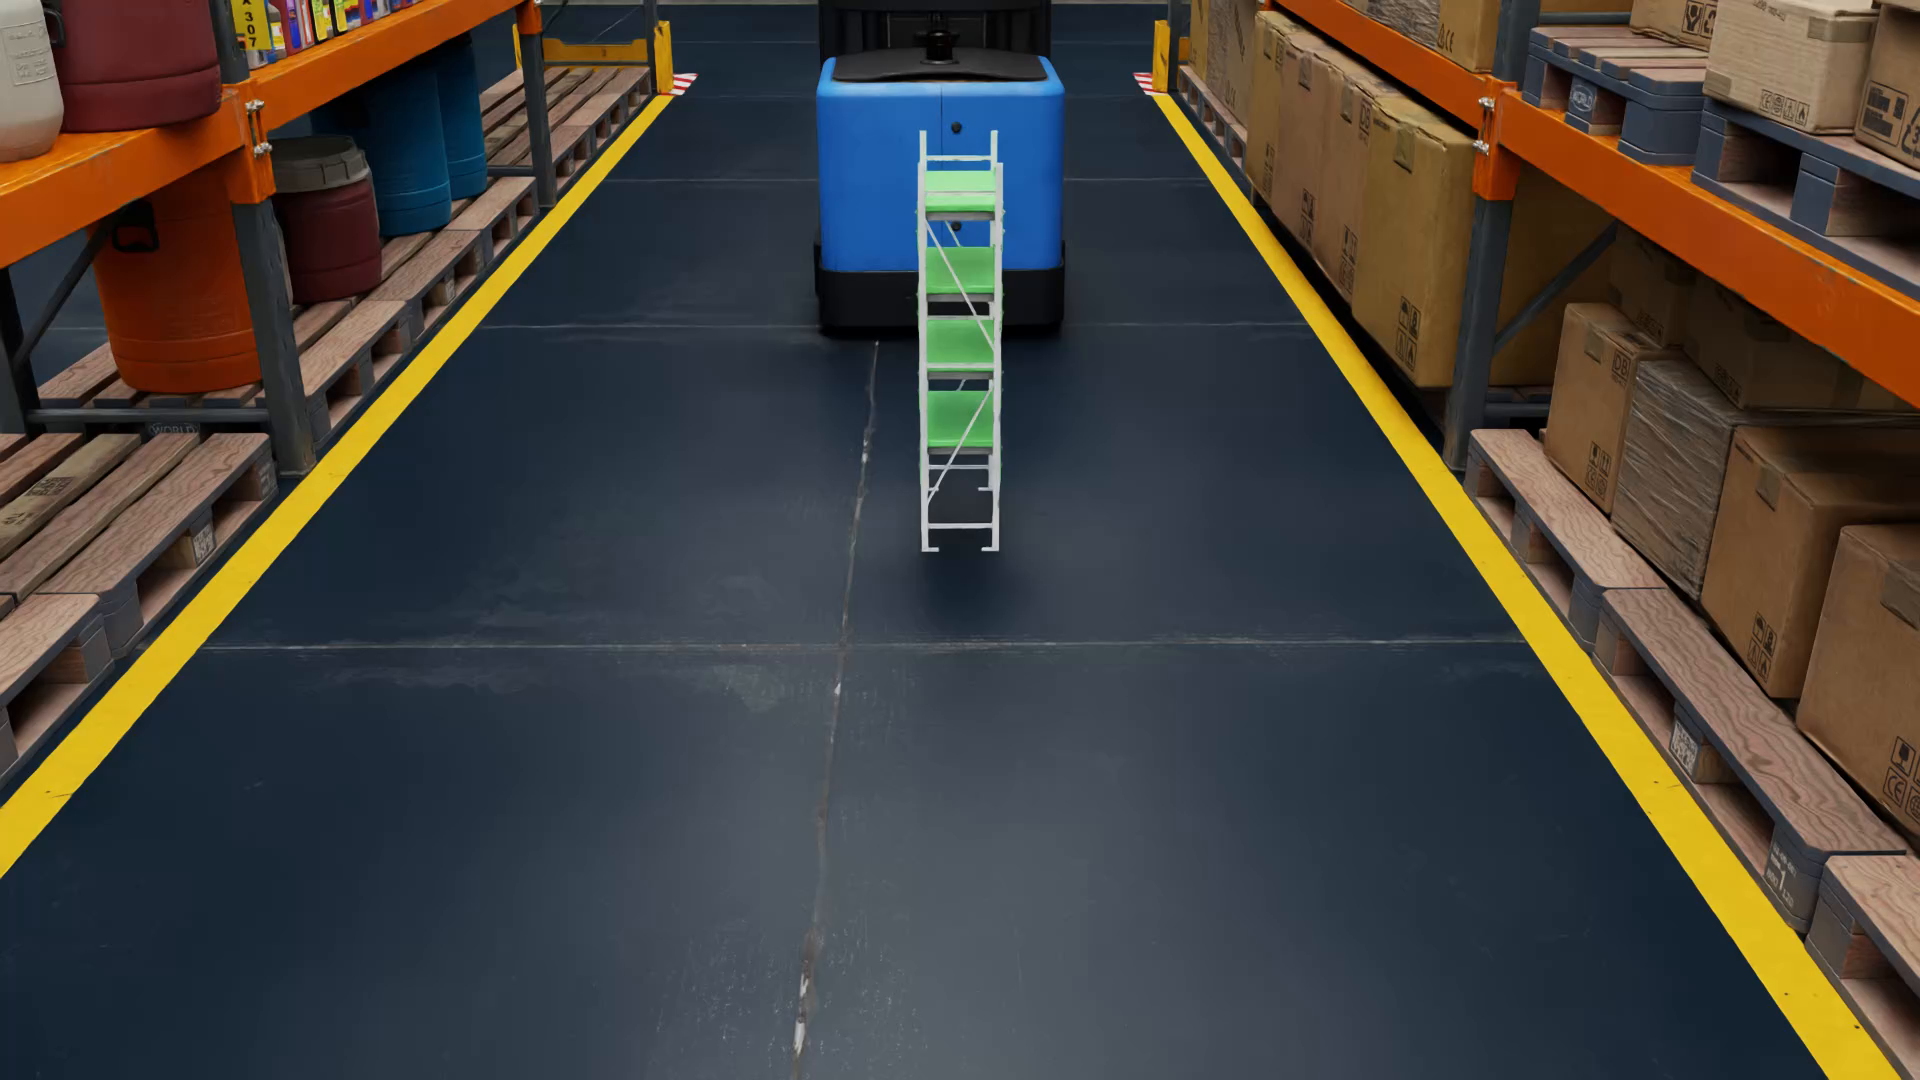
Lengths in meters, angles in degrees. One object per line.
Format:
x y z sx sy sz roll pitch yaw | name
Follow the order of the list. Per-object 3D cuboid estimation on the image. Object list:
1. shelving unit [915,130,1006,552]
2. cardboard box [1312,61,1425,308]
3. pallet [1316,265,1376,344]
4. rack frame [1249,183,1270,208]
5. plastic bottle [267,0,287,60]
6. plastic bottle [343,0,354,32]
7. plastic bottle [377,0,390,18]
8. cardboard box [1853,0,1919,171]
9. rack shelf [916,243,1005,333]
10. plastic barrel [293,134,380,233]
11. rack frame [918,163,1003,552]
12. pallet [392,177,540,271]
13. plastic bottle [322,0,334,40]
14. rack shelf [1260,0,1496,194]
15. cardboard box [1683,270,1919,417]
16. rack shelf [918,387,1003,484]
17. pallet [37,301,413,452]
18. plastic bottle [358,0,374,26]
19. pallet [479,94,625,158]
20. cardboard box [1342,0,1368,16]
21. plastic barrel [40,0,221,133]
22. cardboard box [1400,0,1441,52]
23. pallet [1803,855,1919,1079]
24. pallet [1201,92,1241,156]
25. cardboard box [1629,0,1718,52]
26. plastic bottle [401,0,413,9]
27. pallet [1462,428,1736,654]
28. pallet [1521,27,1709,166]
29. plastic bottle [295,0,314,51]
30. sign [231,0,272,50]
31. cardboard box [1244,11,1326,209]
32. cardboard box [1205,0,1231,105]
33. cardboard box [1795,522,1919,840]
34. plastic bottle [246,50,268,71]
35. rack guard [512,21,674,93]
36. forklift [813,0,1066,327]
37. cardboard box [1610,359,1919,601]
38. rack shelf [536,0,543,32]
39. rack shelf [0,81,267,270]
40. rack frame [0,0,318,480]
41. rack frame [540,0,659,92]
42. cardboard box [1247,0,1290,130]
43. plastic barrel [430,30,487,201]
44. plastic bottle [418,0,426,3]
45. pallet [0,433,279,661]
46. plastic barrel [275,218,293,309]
-0.002 -0.615 5.154 0.258 1.200 0.503 0 24 -1 | shelving unit
2.212 -1.499 6.993 1.225 0.875 0.875 0 24 0 | cardboard box
2.257 -1.180 7.603 1.003 0.211 1.213 0 24 -1 | pallet
2.157 -3.272 8.845 1.000 3.000 0.127 0 24 -1 | rack frame
-2.408 -1.779 5.784 0.097 0.201 0.097 0 24 0 | plastic bottle
-2.416 -2.111 6.435 0.097 0.271 0.097 0 24 0 | plastic bottle
-2.448 -2.296 6.838 0.152 0.276 0.135 0 24 -1 | plastic bottle
2.133 -0.928 3.027 0.797 0.503 0.637 2 24 5 | cardboard box
-0.002 -0.775 5.081 0.258 0.148 0.480 0 24 -1 | rack shelf
-2.882 -1.559 7.565 0.421 0.512 0.421 0 24 0 | plastic barrel
0.001 -0.514 4.931 0.240 1.200 0.015 0 24 -1 | rack frame
-2.829 -1.661 8.667 1.003 0.211 1.213 0 24 -1 | pallet
-2.414 -1.984 6.239 0.097 0.201 0.097 0 24 0 | plastic bottle
2.179 -2.120 7.171 1.077 0.370 4.000 0 24 -1 | rack shelf
2.254 -0.533 4.377 0.500 0.250 0.500 2 24 5 | cardboard box
-0.002 -0.338 5.279 0.258 0.148 0.480 0 24 -1 | rack shelf
-2.802 -0.656 6.444 1.003 0.211 1.213 0 24 -1 | pallet
-2.400 -2.205 6.626 0.061 0.283 0.133 0 24 -1 | plastic bottle
-2.858 -2.786 11.154 1.003 0.211 1.213 0 24 -1 | pallet
1.935 -2.501 7.018 0.500 0.500 0.500 0 24 0 | cardboard box
-2.444 -1.474 4.704 0.600 0.536 0.708 0 24 -1 | plastic barrel
1.948 -2.077 6.081 0.500 0.500 0.500 0 24 -1 | cardboard box
2.235 0.974 2.840 1.003 0.211 1.213 0 24 -1 | pallet
2.211 -2.819 11.227 1.003 0.211 1.213 0 24 -1 | pallet
2.247 -1.638 4.602 0.500 0.500 0.500 -3 25 -7 | cardboard box
-2.406 -2.431 7.127 0.061 0.283 0.133 0 24 -1 | plastic bottle
2.208 -0.031 5.063 1.003 0.211 1.213 0 24 -1 | pallet
2.315 -1.243 4.592 1.213 0.211 1.003 0 24 -1 | pallet
-2.438 -1.916 5.996 0.152 0.276 0.135 0 24 -1 | plastic bottle
-2.202 -1.681 5.130 0.100 0.325 0.005 0 24 -1 | sign
2.184 -2.232 8.613 1.225 0.875 0.875 0 24 0 | cardboard box
2.210 -3.505 11.429 0.875 0.875 0.875 0 24 -1 | cardboard box
2.266 0.283 3.485 0.700 0.500 0.500 -2 24 -5 | cardboard box
-2.433 -1.725 5.574 0.152 0.276 0.135 0 24 -1 | plastic bottle
-2.852 -3.769 12.977 1.175 0.500 0.348 0 24 -1 | rack guard
-0.127 -2.808 7.902 1.130 2.935 3.031 -1 24 -2 | forklift
2.247 -0.181 4.510 0.700 0.500 0.500 -2 24 -5 | cardboard box
-2.817 -3.746 10.766 1.077 0.370 4.000 0 24 -1 | rack shelf
-2.730 -0.450 3.477 1.077 0.370 4.000 0 24 -1 | rack shelf
-2.752 -1.602 5.151 1.000 3.000 0.127 0 24 -1 | rack frame
-2.839 -4.898 12.440 1.000 3.000 0.127 0 24 -1 | rack frame
2.230 -2.768 9.798 0.875 0.875 0.875 0 24 -1 | cardboard box
-2.807 -2.261 8.646 0.600 0.901 0.708 0 24 -1 | plastic barrel
-2.454 -2.523 7.339 0.152 0.276 0.135 0 24 -1 | plastic bottle
-2.782 -0.012 5.020 1.003 0.211 1.213 0 24 -1 | pallet
-2.870 -1.093 6.537 0.421 0.512 0.421 0 24 0 | plastic barrel
